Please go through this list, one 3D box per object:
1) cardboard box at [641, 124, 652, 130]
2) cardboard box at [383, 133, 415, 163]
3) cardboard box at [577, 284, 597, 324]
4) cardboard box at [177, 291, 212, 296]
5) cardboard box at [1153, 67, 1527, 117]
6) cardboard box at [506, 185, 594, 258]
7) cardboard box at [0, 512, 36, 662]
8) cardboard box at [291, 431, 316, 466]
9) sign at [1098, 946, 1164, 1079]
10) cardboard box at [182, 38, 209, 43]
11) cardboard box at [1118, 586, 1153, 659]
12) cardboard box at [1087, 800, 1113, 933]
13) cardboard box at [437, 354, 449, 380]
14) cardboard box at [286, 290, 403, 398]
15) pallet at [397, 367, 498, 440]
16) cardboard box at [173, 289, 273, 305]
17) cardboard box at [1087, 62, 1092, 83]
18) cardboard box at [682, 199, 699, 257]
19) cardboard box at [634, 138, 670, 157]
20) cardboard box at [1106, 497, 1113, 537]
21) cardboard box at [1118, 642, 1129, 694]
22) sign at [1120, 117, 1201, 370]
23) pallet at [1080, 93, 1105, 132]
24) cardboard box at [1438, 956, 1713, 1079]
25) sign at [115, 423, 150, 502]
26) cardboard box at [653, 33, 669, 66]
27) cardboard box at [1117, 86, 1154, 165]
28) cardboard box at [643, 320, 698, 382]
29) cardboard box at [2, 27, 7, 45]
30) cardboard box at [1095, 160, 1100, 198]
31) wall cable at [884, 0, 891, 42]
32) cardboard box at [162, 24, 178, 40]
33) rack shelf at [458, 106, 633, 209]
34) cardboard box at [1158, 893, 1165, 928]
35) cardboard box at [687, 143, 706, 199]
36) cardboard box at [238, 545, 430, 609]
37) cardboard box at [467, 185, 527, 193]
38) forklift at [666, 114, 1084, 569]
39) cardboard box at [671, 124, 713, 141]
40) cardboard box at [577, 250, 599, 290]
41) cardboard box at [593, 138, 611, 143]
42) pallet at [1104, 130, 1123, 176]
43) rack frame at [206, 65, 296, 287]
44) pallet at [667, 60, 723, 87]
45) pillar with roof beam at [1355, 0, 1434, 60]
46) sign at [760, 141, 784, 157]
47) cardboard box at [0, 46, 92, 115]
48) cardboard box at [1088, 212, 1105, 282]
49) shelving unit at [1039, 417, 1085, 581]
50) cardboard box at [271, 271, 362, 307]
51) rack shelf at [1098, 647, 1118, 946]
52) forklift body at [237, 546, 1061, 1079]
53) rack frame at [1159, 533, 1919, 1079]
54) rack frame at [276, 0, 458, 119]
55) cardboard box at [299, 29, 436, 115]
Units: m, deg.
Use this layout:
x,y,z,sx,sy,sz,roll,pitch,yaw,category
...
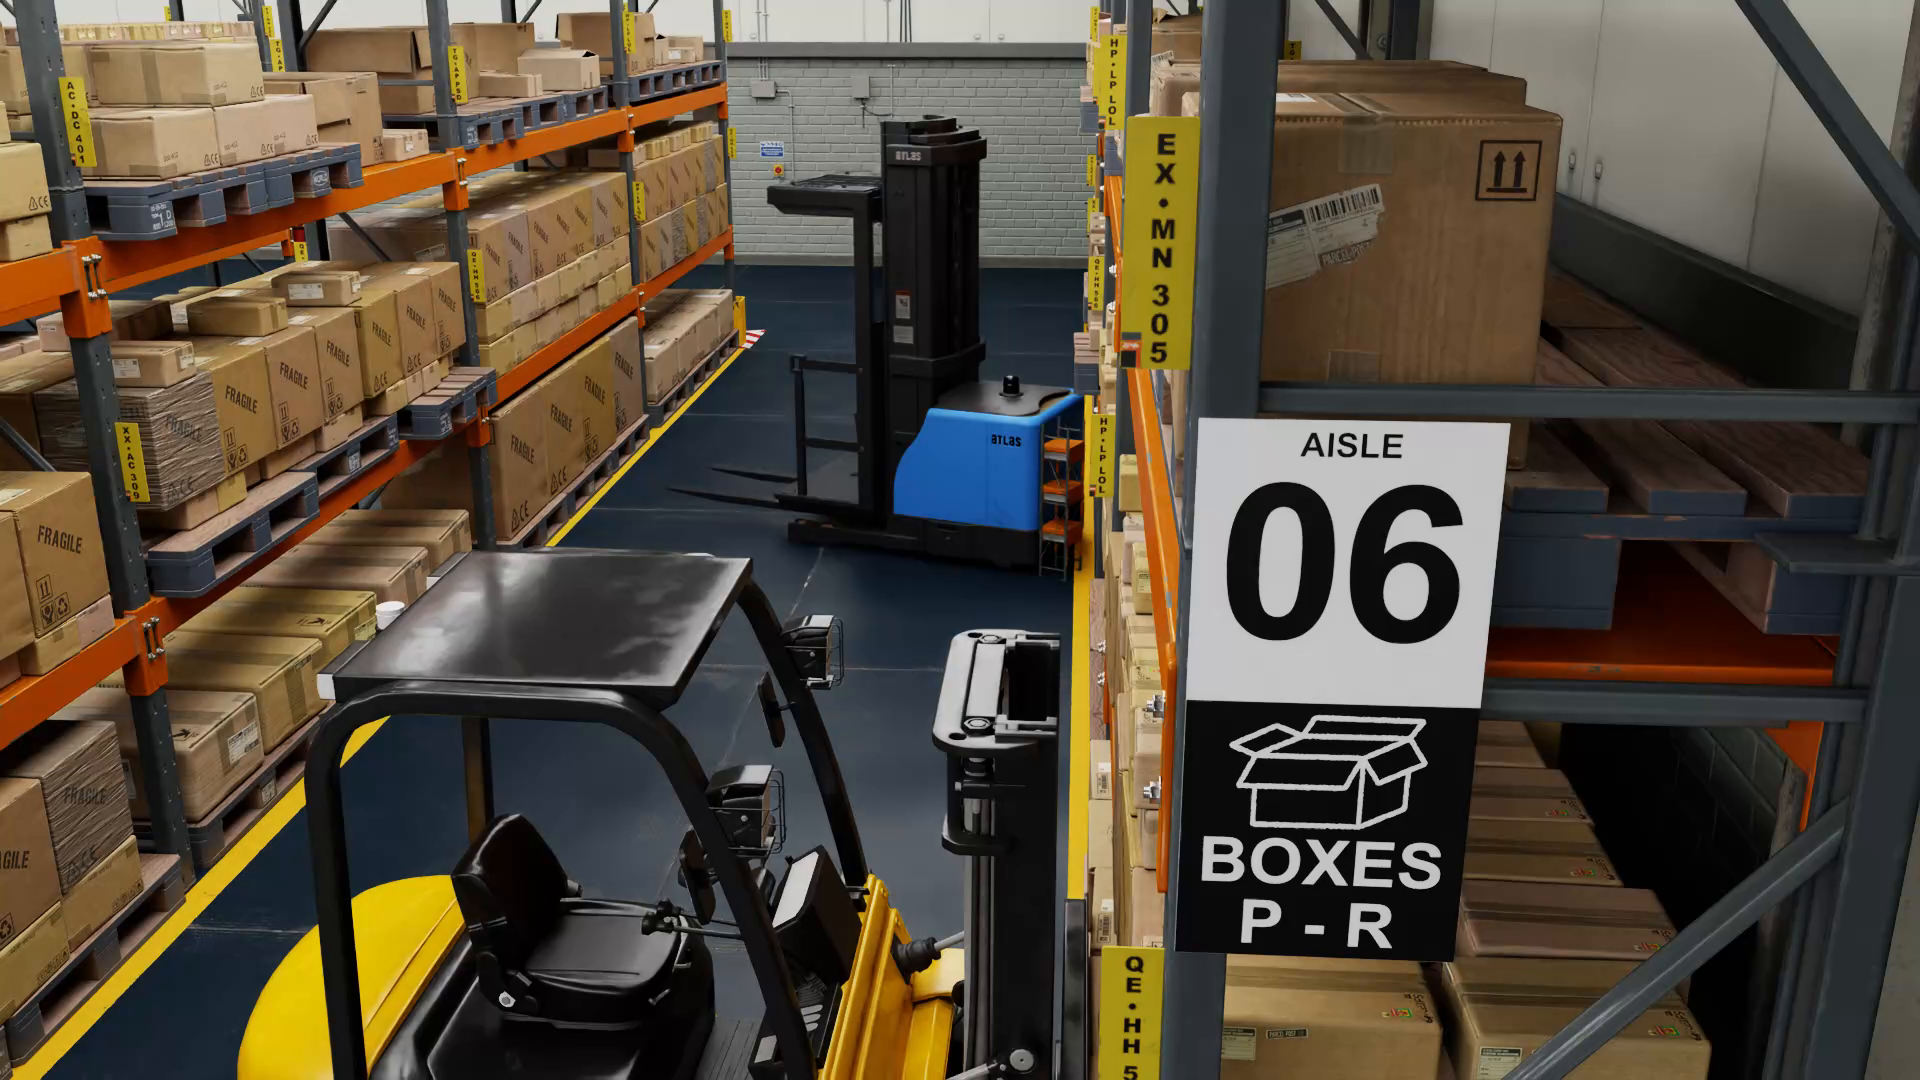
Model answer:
x,y,z,sx,sy,sz,roll,pitch,yaw,category
-3.384,-4.202,17.121,0.380,0.149,0.250,2,18,6,cardboard box
-3.398,-2.277,9.642,0.380,0.149,0.250,1,18,4,cardboard box
-3.162,-1.863,13.032,0.500,0.250,0.500,1,18,2,cardboard box
-8.222,-2.599,17.987,0.380,0.149,0.250,2,18,5,cardboard box
0.764,-0.736,3.539,0.700,0.500,0.500,1,18,4,cardboard box
-3.156,-2.454,12.829,0.500,0.500,0.500,2,18,6,cardboard box
-3.676,0.206,5.840,0.500,0.500,0.500,2,18,6,cardboard box
-3.457,-0.477,8.289,0.380,0.149,0.250,1,18,4,cardboard box
0.262,0.764,2.535,0.100,0.325,0.005,1,18,4,sign
-7.800,-4.840,16.498,0.500,0.250,0.500,2,18,5,cardboard box
0.684,0.256,5.121,0.380,0.149,0.250,1,18,3,cardboard box
0.695,1.134,5.780,0.500,0.250,0.500,1,18,4,cardboard box
-3.311,-1.040,10.007,0.380,0.149,0.250,2,18,5,cardboard box
-3.392,-1.075,9.073,0.500,0.500,0.500,0,18,0,cardboard box
-3.520,-0.836,9.967,1.213,0.211,1.003,1,18,4,pallet
-3.900,-1.078,9.083,0.500,0.500,0.500,2,18,5,cardboard box
1.191,-3.674,13.068,0.380,0.149,0.250,1,18,5,cardboard box
-2.874,-3.052,16.258,0.500,0.500,0.500,2,18,6,cardboard box
-2.901,-3.635,15.391,0.380,0.149,0.250,1,18,2,cardboard box
0.869,-0.124,6.922,0.500,0.250,0.500,1,18,3,cardboard box
0.741,0.604,5.100,0.500,0.500,0.500,1,18,3,cardboard box
0.262,-0.382,2.160,0.100,0.325,0.005,1,18,4,sign
1.475,-3.097,12.042,1.213,0.211,1.003,1,18,4,pallet
1.040,0.846,2.843,0.380,0.149,0.250,1,18,3,cardboard box
-3.320,-0.311,6.664,0.100,0.325,0.005,1,18,4,sign
-3.159,-4.802,16.253,0.500,0.311,0.500,2,18,5,cardboard box
0.898,-1.660,6.662,0.500,0.311,0.500,1,18,2,cardboard box
-3.073,-1.846,16.181,0.875,0.438,0.875,1,18,2,cardboard box
-8.484,-4.357,14.384,0.380,0.149,0.250,0,18,1,cardboard box
1.541,-3.352,15.894,0.500,0.500,0.500,2,18,5,cardboard box
-2.125,-8.242,22.625,2.355,3.000,0.029,1,18,4,wall cable
-7.809,-4.909,16.068,0.380,0.149,0.250,1,18,2,cardboard box
-3.432,-2.856,12.160,1.077,0.370,4.000,1,18,4,rack shelf
0.596,0.671,3.379,0.380,0.149,0.250,2,18,5,cardboard box
-2.846,-3.687,16.592,0.500,0.500,0.500,1,18,4,cardboard box
-3.671,0.302,9.729,0.950,0.372,0.625,1,18,3,cardboard box
-3.654,-2.472,12.883,0.500,0.500,0.500,1,18,3,cardboard box
-0.675,-1.480,11.734,3.031,2.935,1.130,8,20,22,forklift
-2.756,-4.190,17.084,0.380,0.149,0.250,1,18,3,cardboard box
-3.137,-2.101,12.956,0.500,0.250,0.500,2,18,5,cardboard box
-3.447,-3.642,15.411,0.380,0.149,0.250,1,18,3,cardboard box
1.416,-2.165,9.198,1.213,0.211,1.003,2,18,6,pallet
-7.946,-3.715,18.444,1.000,3.000,0.127,1,18,4,rack frame
-3.044,-4.789,17.045,1.003,0.211,1.213,1,18,4,pallet
-2.112,-3.564,8.347,9.100,9.000,0.400,1,18,4,pillar with roof beam
-2.665,-5.536,23.568,0.327,0.218,0.001,1,18,4,sign
-3.948,-1.883,6.799,0.500,0.250,0.500,2,18,5,cardboard box
1.405,-2.386,13.552,0.700,0.500,0.500,2,18,5,cardboard box
0.678,-0.272,11.065,0.215,1.050,0.252,10,20,27,shelving unit
-3.411,-1.334,8.821,0.380,0.149,0.250,0,18,1,cardboard box
0.946,1.164,4.710,1.077,0.370,4.000,1,18,4,rack shelf
-0.881,1.217,4.756,2.313,2.155,1.214,1,18,4,forklift body
0.802,1.443,2.702,1.000,3.000,0.127,1,18,4,rack frame
-3.575,-4.002,9.685,1.000,3.000,0.127,1,18,4,rack frame
-3.699,-2.946,10.439,0.797,0.503,0.637,0,18,1,cardboard box
